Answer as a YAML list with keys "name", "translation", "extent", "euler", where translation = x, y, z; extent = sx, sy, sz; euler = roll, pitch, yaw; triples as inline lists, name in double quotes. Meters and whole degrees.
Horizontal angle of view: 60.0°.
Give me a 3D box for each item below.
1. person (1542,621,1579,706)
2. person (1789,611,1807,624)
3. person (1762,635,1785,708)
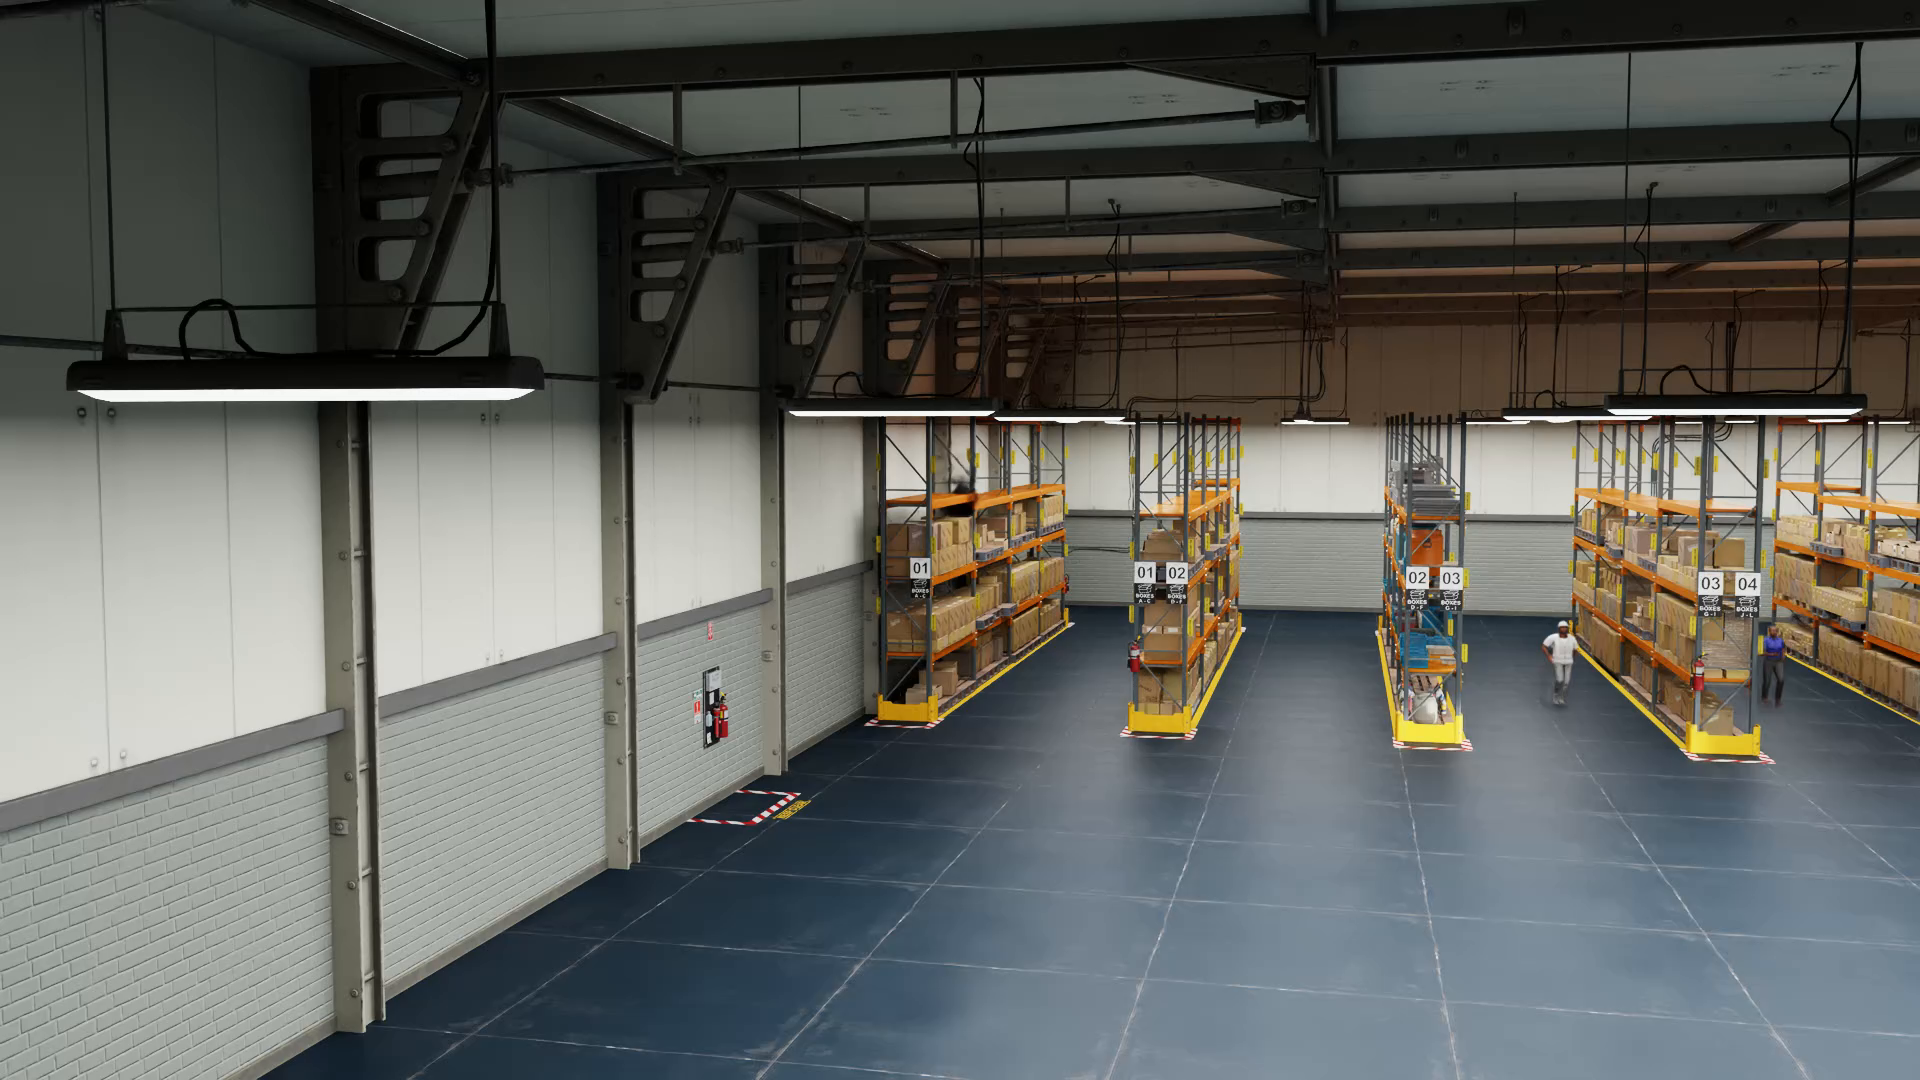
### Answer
- name: "person"
  translation: [12.377, 2.539, 34.145]
  extent: [0.683, 1.750, 0.625]
  euler: [0, 4, 1]
- name: "person"
  translation: [22.513, 1.834, 44.480]
  extent: [0.701, 1.735, 0.641]
  euler: [4, 5, 42]
- name: "person"
  translation: [16.673, 2.698, 34.135]
  extent: [0.510, 1.489, 0.651]
  euler: [1, 4, 10]
